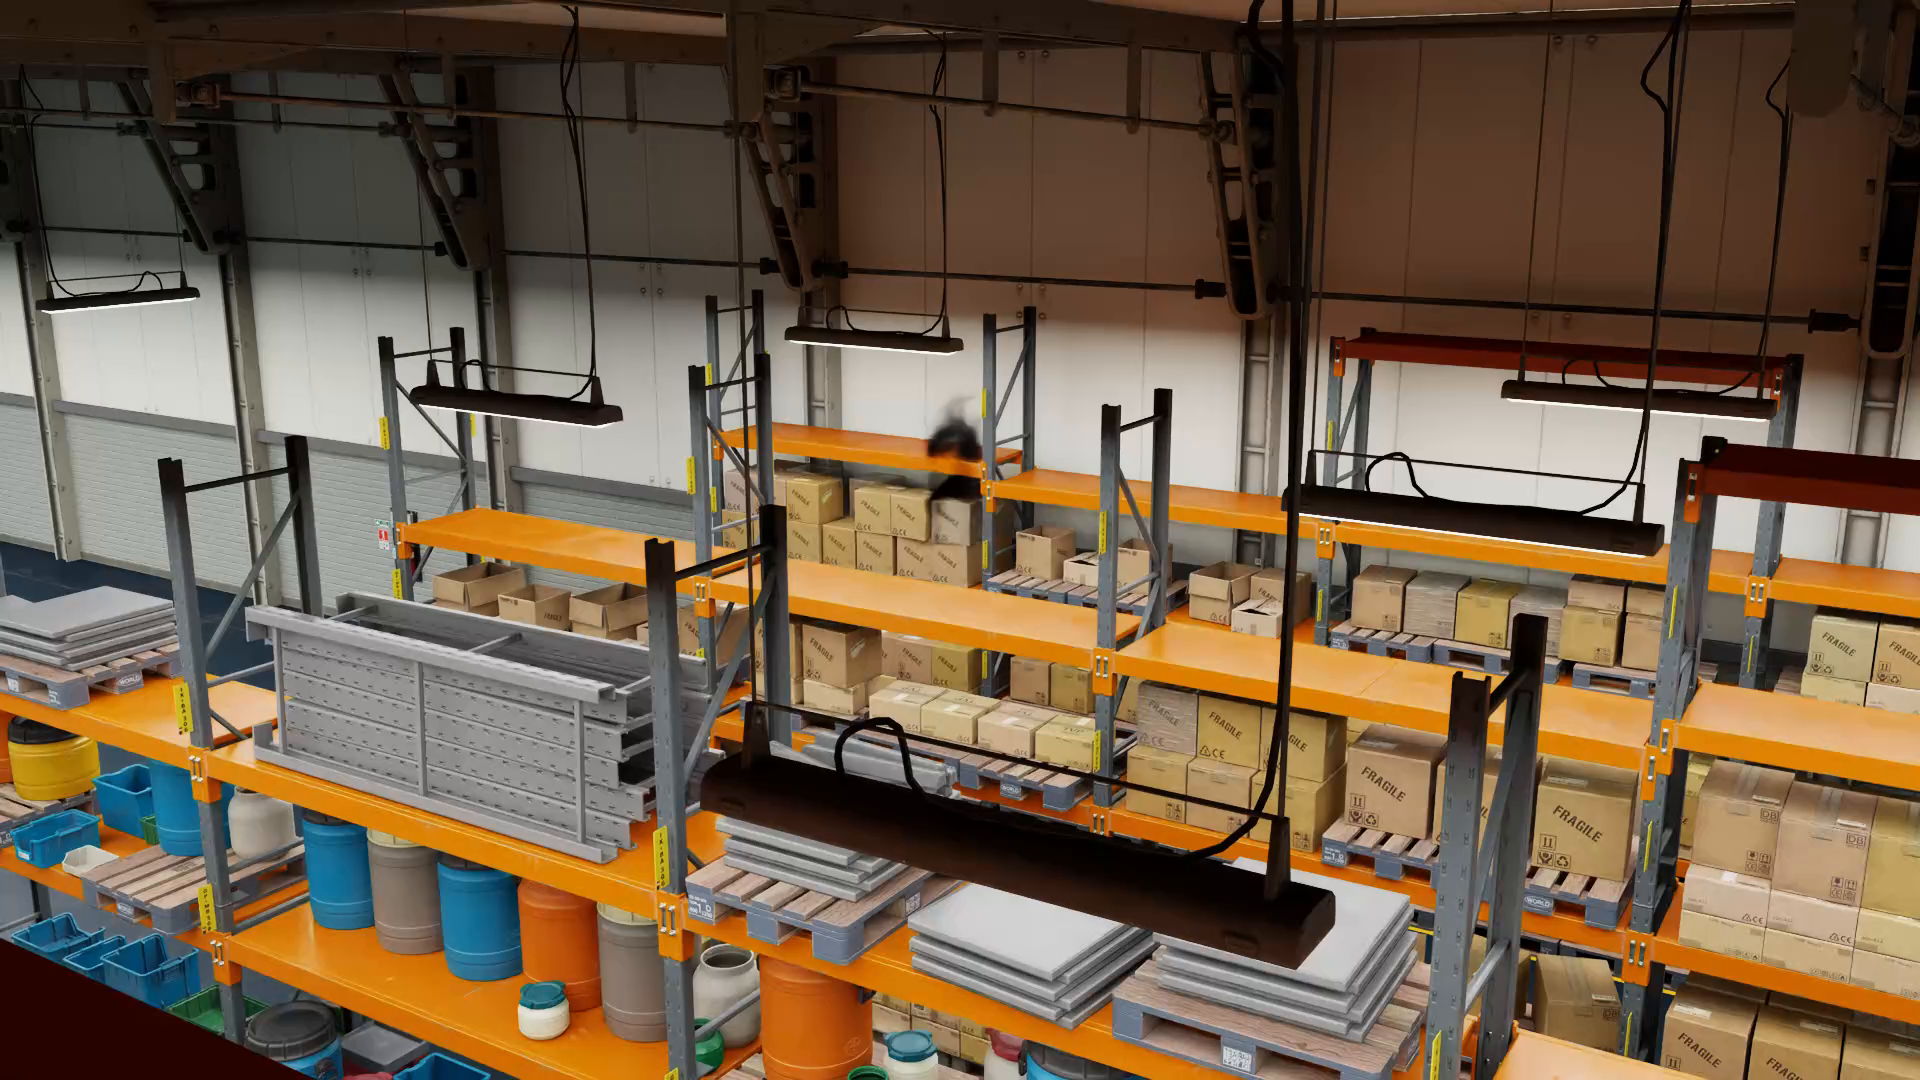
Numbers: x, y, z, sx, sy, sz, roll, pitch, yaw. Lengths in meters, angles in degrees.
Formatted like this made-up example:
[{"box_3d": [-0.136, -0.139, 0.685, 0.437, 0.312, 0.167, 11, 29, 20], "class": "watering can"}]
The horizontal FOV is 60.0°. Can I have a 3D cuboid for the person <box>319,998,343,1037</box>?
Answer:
[{"box_3d": [-5.201, 3.846, 14.061, 0.613, 1.738, 0.652, 10, 17, 34], "class": "person"}]

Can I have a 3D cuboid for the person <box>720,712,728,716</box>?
[{"box_3d": [-2.726, 2.514, 18.602, 0.541, 1.658, 0.615, 4, 14, 17], "class": "person"}]
